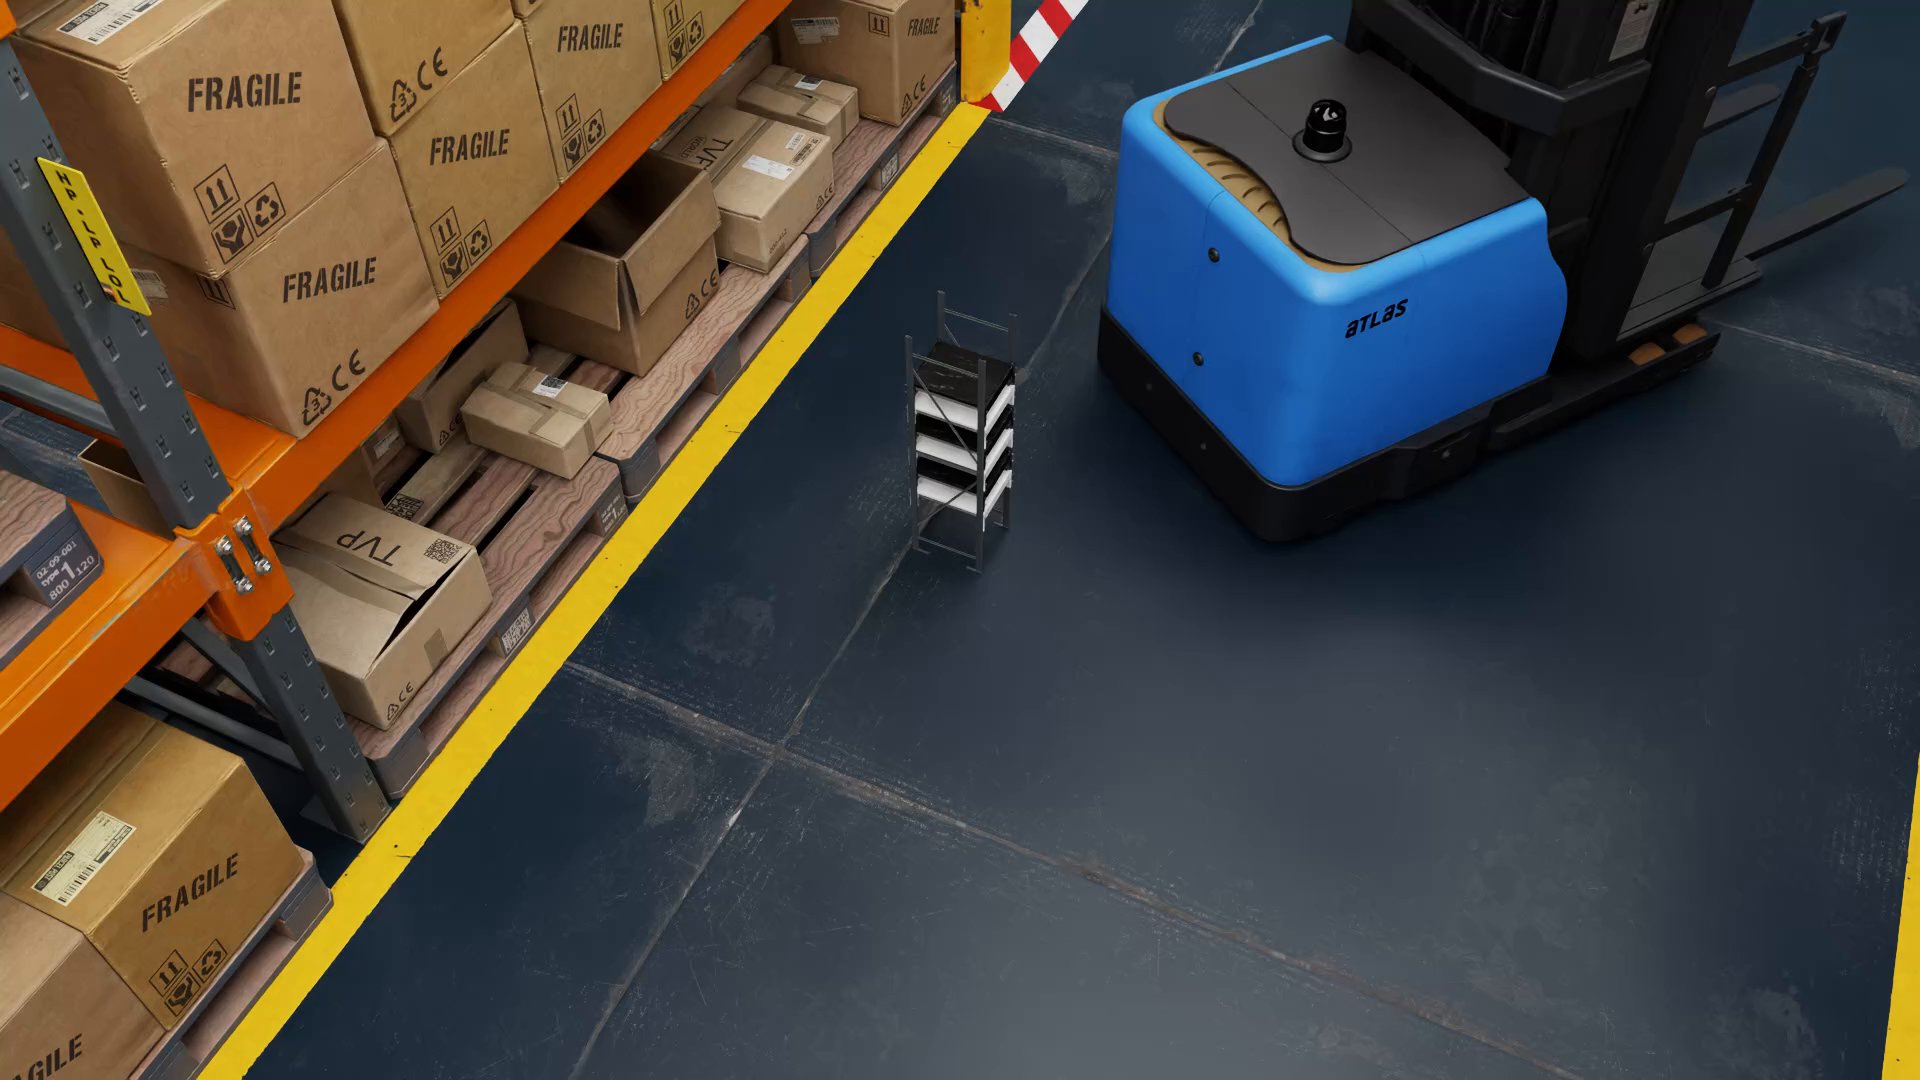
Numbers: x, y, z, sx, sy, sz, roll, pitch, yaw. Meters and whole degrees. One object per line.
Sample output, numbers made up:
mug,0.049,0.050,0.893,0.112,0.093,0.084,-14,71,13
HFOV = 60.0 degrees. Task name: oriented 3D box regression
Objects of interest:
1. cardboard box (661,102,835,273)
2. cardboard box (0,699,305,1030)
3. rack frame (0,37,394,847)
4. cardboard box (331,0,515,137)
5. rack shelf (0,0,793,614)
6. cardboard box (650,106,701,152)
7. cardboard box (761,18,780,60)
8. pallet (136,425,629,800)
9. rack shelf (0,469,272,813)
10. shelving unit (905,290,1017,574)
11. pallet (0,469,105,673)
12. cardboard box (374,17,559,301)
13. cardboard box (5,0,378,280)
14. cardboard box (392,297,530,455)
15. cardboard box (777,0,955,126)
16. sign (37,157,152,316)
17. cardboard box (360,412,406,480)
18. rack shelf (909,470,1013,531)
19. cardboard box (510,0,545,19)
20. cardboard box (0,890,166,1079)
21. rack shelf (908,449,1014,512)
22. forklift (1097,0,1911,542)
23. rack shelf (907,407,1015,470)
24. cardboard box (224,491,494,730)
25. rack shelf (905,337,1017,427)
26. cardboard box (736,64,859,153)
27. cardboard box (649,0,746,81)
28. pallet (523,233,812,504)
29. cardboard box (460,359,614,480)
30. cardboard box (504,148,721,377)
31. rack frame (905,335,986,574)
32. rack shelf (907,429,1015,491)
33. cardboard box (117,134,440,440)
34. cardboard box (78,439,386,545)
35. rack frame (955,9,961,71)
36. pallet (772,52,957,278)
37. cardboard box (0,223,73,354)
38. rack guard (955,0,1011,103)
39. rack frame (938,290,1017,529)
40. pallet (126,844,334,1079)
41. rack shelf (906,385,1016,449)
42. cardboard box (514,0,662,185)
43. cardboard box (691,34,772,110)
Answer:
cardboard box,-0.784,-1.248,5.859,0.500,0.250,0.500,20,52,16
cardboard box,-2.002,0.760,3.987,0.500,0.500,0.500,20,52,16
rack frame,-2.050,-0.341,3.571,1.000,3.000,0.127,20,52,16
cardboard box,-1.374,-1.286,3.652,0.500,0.500,0.500,18,52,15
rack shelf,-1.196,-1.485,5.016,1.077,0.370,4.000,20,52,16
cardboard box,-1.257,-1.376,5.968,0.500,0.250,0.500,20,52,16
cardboard box,-0.938,-1.971,6.529,0.380,0.166,0.250,20,52,16
pallet,-1.756,0.090,5.035,1.003,0.211,1.213,20,52,16
rack shelf,-2.904,1.269,2.673,1.077,0.370,4.000,20,52,16
shelving unit,0.003,-0.297,4.912,0.258,0.900,0.210,20,52,16
pallet,-2.490,0.236,3.206,1.003,0.211,1.213,20,52,16
cardboard box,-1.370,-0.989,4.057,0.500,0.500,0.500,21,53,17
cardboard box,-1.594,-0.930,3.350,0.500,0.500,0.500,21,53,17
cardboard box,-1.743,-0.613,5.279,0.500,0.311,0.500,20,52,16
cardboard box,-0.351,-1.973,6.312,0.500,0.500,0.500,20,52,16
sign,-1.547,-0.538,2.978,0.100,0.325,0.005,20,52,16
cardboard box,-1.957,-0.322,5.138,0.380,0.149,0.250,20,52,16
rack shelf,0.003,-0.159,5.075,0.258,0.077,0.200,20,52,16
cardboard box,-1.154,-1.640,3.953,0.500,0.500,0.500,18,52,15
cardboard box,-2.221,1.097,3.699,0.500,0.500,0.500,20,52,16
rack shelf,0.003,-0.217,5.006,0.258,0.077,0.200,20,52,16
forklift,2.005,-1.786,4.845,3.031,2.935,1.130,-24,54,-19
rack shelf,0.003,-0.334,4.869,0.258,0.077,0.200,20,52,16
cardboard box,-1.675,0.169,4.613,0.500,0.311,0.500,20,52,16
rack shelf,0.003,-0.451,4.732,0.258,0.077,0.200,20,52,16
cardboard box,-0.605,-1.616,6.227,0.380,0.166,0.250,20,52,16
cardboard box,-0.938,-1.684,4.647,0.500,0.500,0.500,19,52,16
pallet,-1.236,-0.753,5.752,1.003,0.211,1.213,20,52,16
cardboard box,-1.315,-0.383,5.178,0.380,0.166,0.250,20,52,16
cardboard box,-1.252,-0.970,5.456,0.797,0.503,0.637,20,52,16
rack frame,-0.040,-0.227,4.852,0.240,0.900,0.006,20,52,16
rack shelf,0.003,-0.276,4.937,0.258,0.077,0.200,20,52,16
cardboard box,-1.586,-0.636,3.756,0.500,0.500,0.500,21,53,17
cardboard box,-2.063,-0.158,4.767,0.500,0.500,0.500,20,52,16
rack frame,-0.341,-3.095,5.914,1.000,3.000,0.127,20,52,16
pallet,-0.713,-1.590,6.465,1.003,0.211,1.213,20,52,16
cardboard box,-2.068,-0.801,3.896,0.500,0.500,0.500,21,53,17
rack guard,-0.374,-2.233,6.822,1.175,0.500,0.348,20,52,16
rack frame,0.047,-0.367,4.972,0.240,0.900,0.006,20,52,16
pallet,-2.363,1.135,4.146,1.003,0.211,1.213,20,52,16
rack shelf,0.003,-0.392,4.800,0.258,0.077,0.200,20,52,16
cardboard box,-1.154,-1.333,4.349,0.500,0.500,0.500,20,52,16
cardboard box,-1.044,-1.720,6.261,0.500,0.250,0.500,20,52,16
